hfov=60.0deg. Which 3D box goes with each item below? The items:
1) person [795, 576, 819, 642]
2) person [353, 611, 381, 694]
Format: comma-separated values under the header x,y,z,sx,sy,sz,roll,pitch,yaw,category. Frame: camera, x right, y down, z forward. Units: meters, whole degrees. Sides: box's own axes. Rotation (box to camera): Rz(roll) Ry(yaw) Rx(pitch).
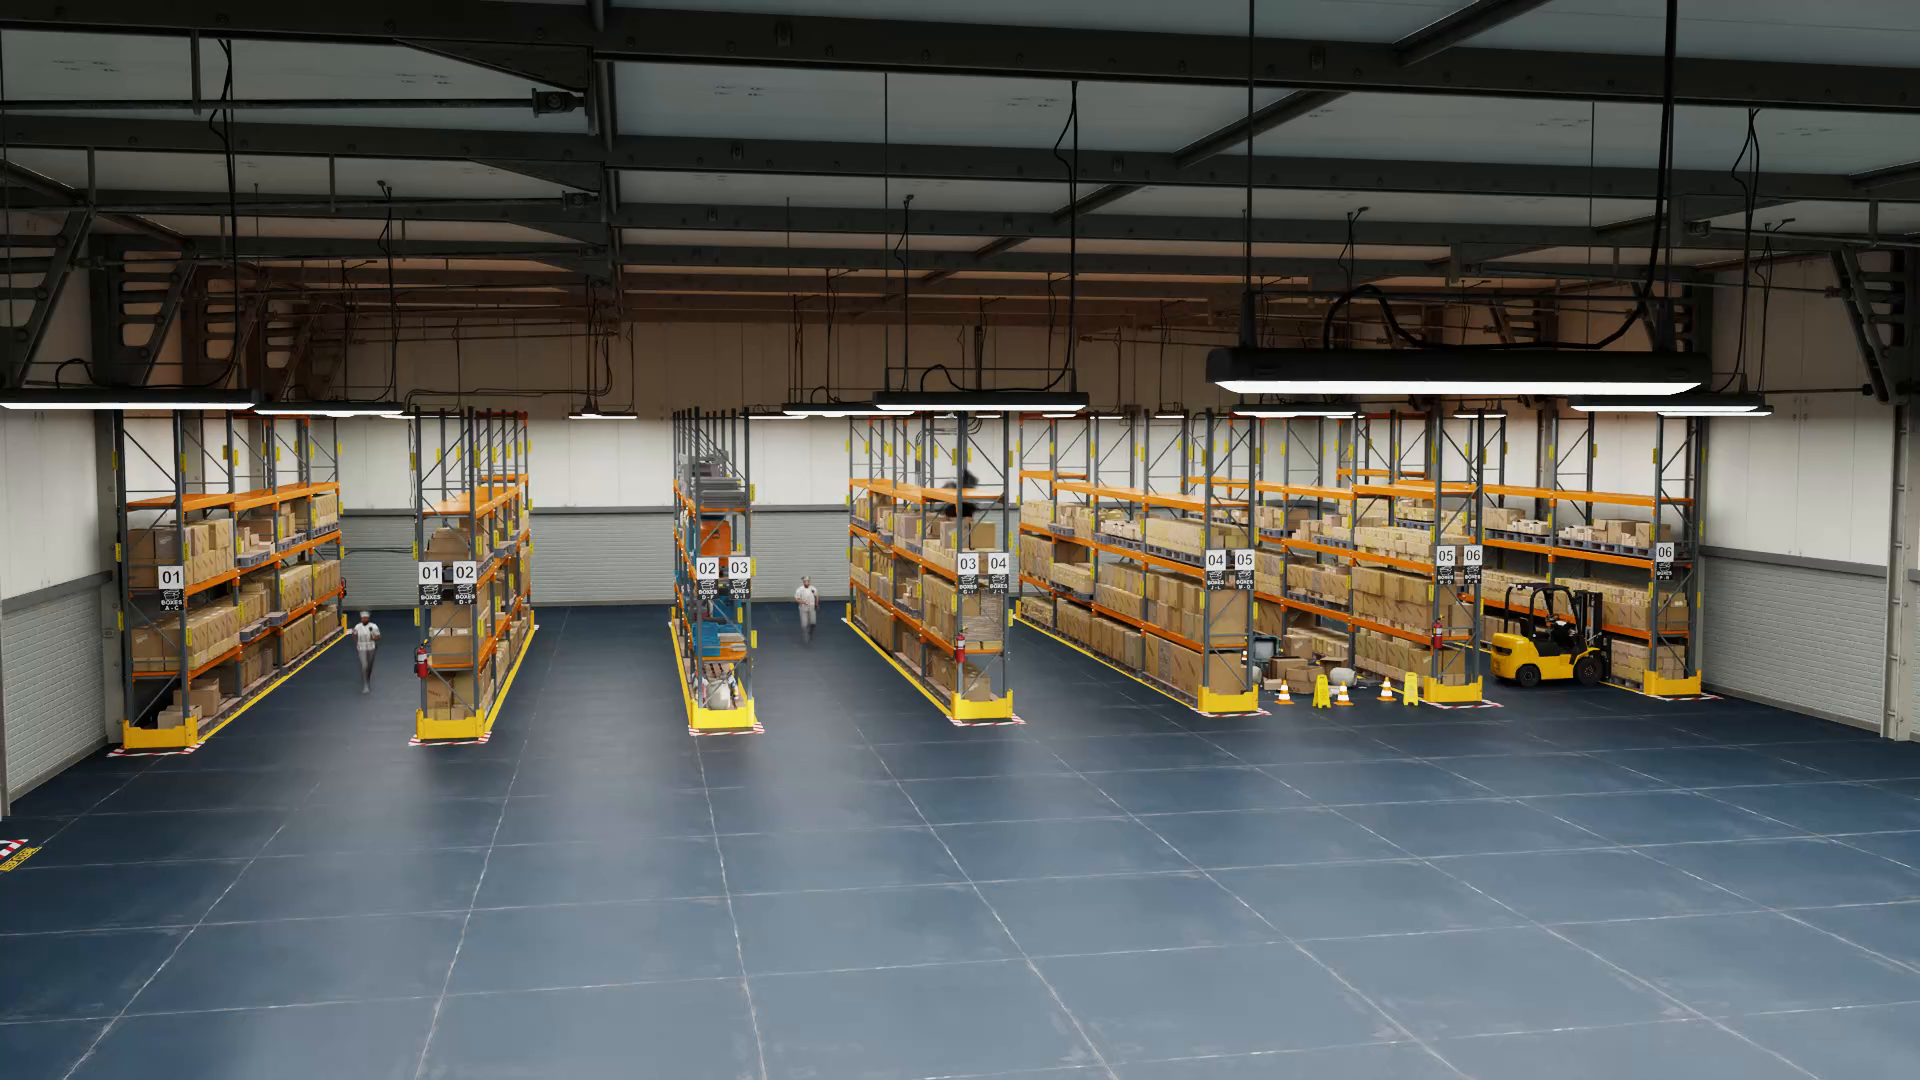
x,y,z,sx,sy,sz,roll,pitch,yaw,category
-3.932,1.790,43.009,0.651,1.743,0.607,-1,4,-15,person
-12.609,2.361,35.400,0.562,1.728,0.849,-2,4,-23,person
